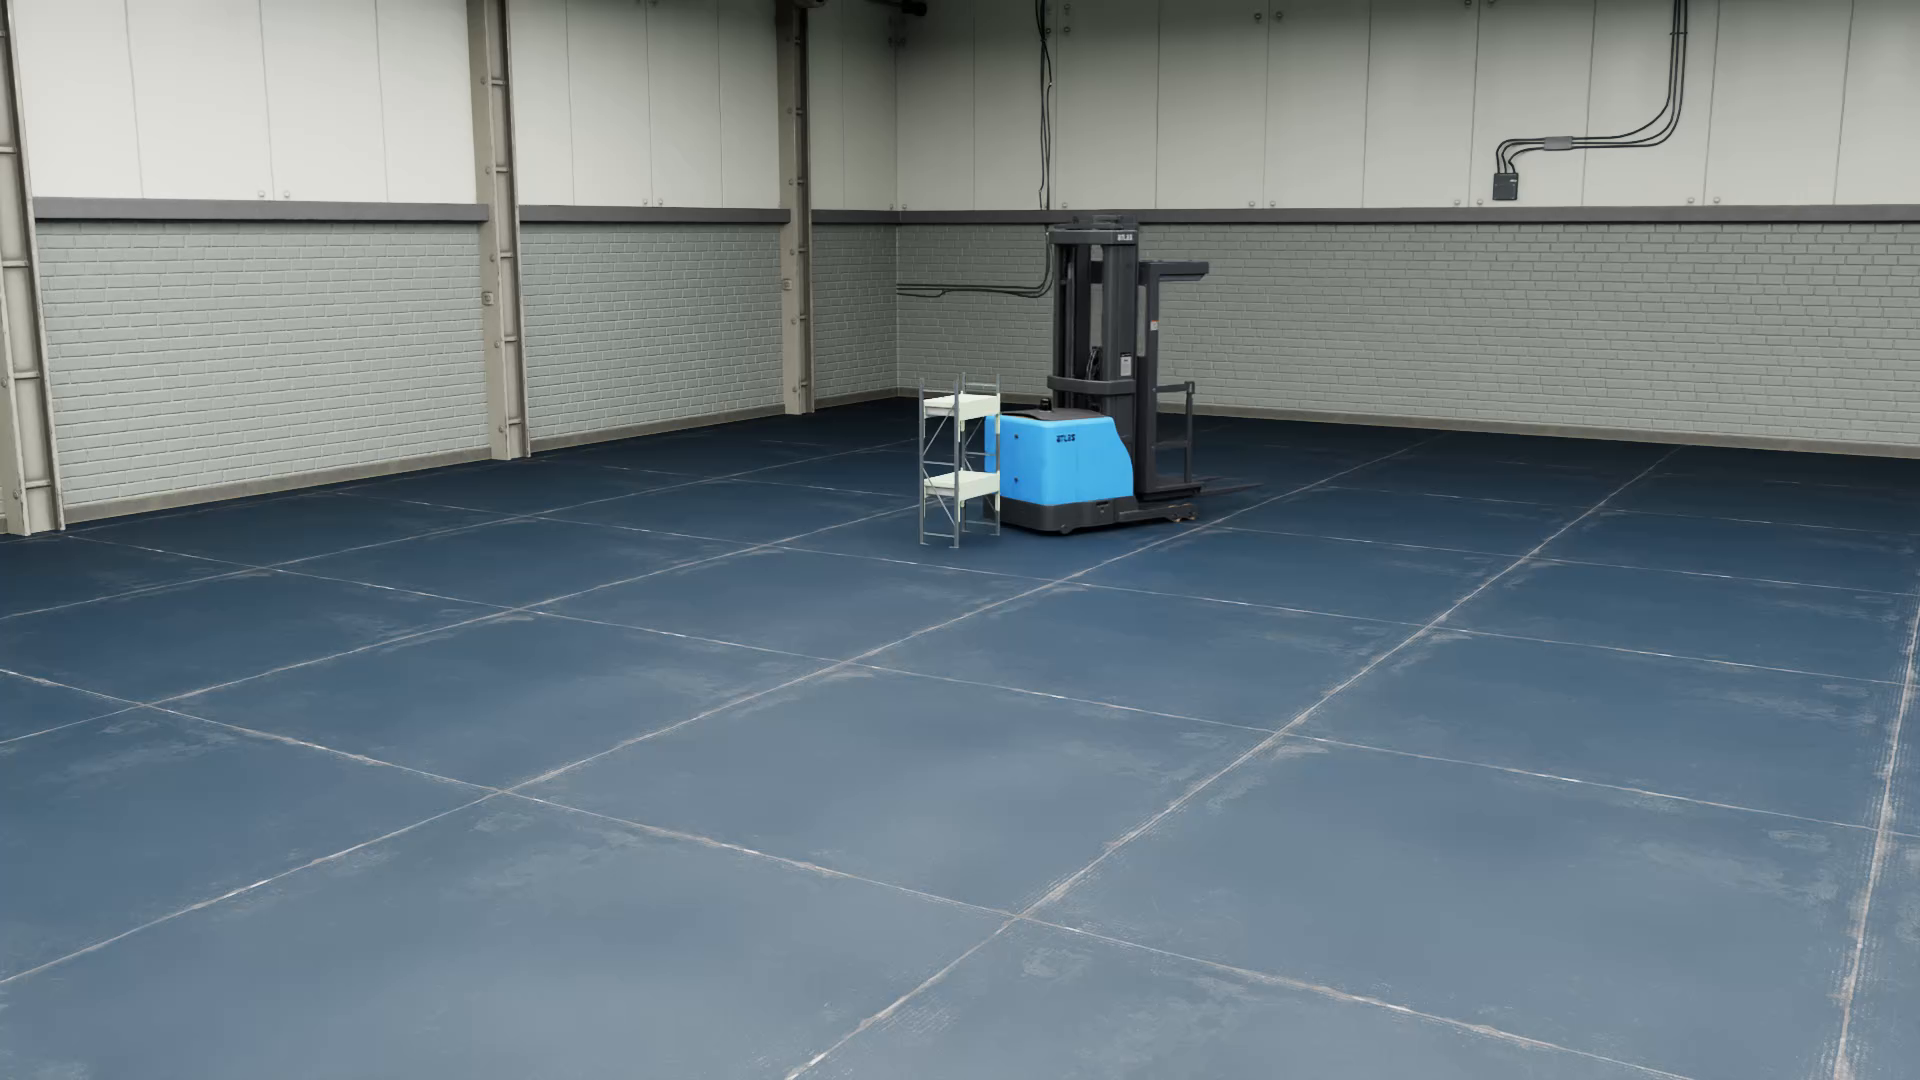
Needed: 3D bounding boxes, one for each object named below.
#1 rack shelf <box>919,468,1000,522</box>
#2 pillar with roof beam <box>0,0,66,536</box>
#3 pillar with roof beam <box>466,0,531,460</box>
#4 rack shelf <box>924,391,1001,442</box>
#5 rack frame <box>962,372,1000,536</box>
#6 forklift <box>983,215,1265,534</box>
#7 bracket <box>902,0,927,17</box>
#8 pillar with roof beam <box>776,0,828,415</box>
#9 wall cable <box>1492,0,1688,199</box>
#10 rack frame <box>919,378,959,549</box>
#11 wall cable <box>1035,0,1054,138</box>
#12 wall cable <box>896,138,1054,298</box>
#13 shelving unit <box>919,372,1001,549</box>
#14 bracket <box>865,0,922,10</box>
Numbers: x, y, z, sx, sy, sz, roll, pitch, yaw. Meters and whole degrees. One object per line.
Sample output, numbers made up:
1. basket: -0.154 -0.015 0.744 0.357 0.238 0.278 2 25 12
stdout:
1. rack shelf: 0.003 -0.418 15.178 0.431 0.370 0.720 6 12 31
2. pillar with roof beam: -5.044 -4.097 12.680 9.100 9.000 0.400 6 12 31
3. pillar with roof beam: -1.929 -5.041 17.721 9.100 9.000 0.400 6 12 31
4. rack shelf: 0.003 -1.122 15.046 0.431 0.370 0.720 6 12 31
5. rack frame: 0.193 -0.796 15.425 0.400 1.500 0.023 6 12 31
6. forklift: 1.716 -1.683 16.276 3.031 2.935 1.130 -8 13 -35
7. bracket: -0.744 -8.569 26.785 0.235 0.232 0.430 6 12 31
8. pillar with roof beam: 1.186 -5.984 22.761 9.100 9.000 0.548 6 12 31
9. wall cable: 8.272 -7.495 21.587 2.305 6.003 0.169 6 12 31
10. rack frame: -0.187 -0.681 14.810 0.400 1.500 0.023 6 12 31
11. wall cable: 2.478 -7.430 25.199 3.097 2.526 0.112 6 12 31
12. wall cable: 0.166 -5.206 27.044 3.097 2.526 0.112 6 12 31
13. shelving unit: 0.003 -0.738 15.118 0.431 1.500 0.755 6 12 31
14. bracket: -1.051 -8.476 26.289 0.076 0.066 3.189 6 12 31
